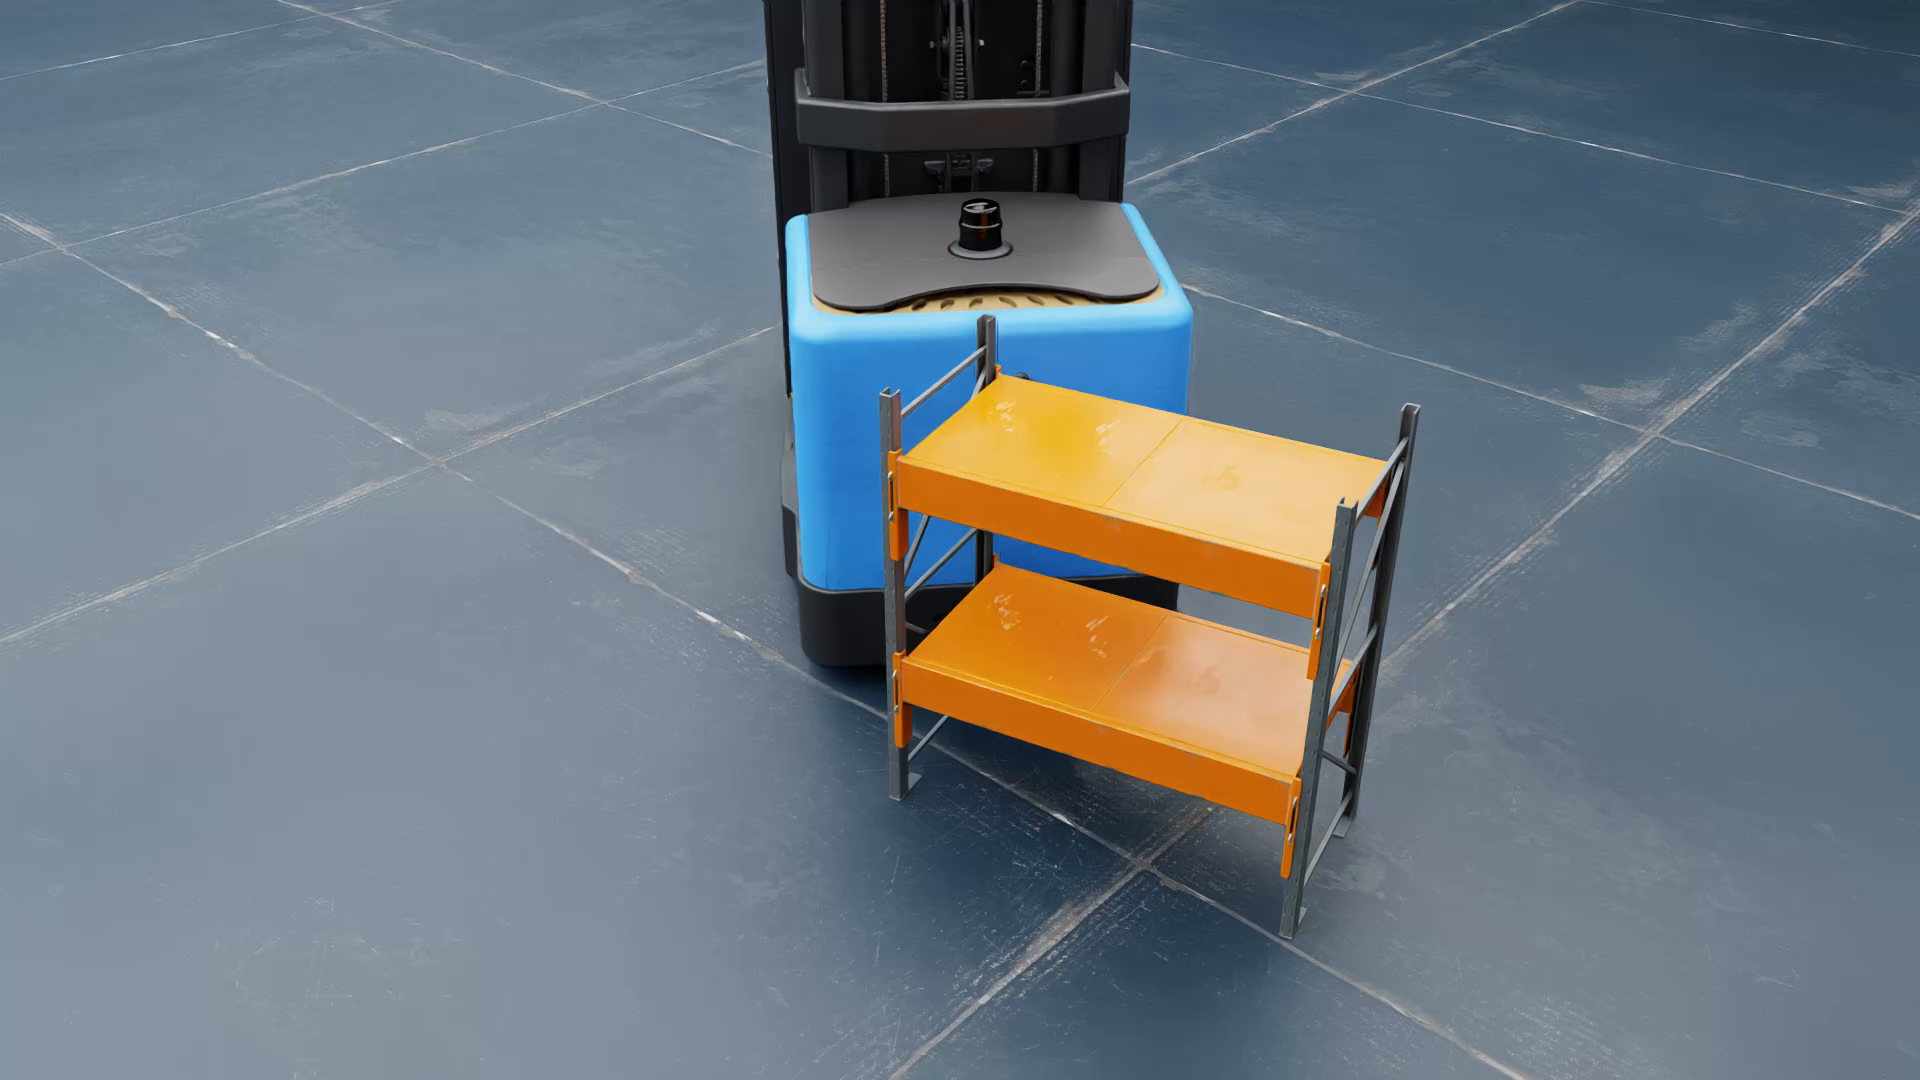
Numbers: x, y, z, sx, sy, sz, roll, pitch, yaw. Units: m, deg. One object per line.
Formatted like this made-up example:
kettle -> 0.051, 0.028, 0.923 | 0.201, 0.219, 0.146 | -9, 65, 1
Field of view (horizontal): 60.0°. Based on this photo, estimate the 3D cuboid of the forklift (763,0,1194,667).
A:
forklift -> -0.059, -1.647, 5.145 | 1.130, 2.935, 3.031 | -3, 31, -5

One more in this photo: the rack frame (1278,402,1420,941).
rack frame -> 0.852, 0.305, 3.653 | 0.032, 1.125, 0.500 | 15, 34, 24

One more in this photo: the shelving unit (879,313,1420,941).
shelving unit -> 0.403, 0.181, 3.859 | 1.048, 1.125, 0.538 | 15, 34, 24

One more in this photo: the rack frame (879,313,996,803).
rack frame -> -0.045, 0.057, 4.064 | 0.032, 1.125, 0.500 | 15, 34, 24

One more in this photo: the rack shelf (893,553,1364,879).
rack shelf -> 0.403, 0.390, 3.985 | 1.000, 0.278, 0.538 | 15, 34, 24

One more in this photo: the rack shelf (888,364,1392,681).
rack shelf -> 0.403, -0.070, 3.708 | 1.000, 0.278, 0.538 | 15, 34, 24
